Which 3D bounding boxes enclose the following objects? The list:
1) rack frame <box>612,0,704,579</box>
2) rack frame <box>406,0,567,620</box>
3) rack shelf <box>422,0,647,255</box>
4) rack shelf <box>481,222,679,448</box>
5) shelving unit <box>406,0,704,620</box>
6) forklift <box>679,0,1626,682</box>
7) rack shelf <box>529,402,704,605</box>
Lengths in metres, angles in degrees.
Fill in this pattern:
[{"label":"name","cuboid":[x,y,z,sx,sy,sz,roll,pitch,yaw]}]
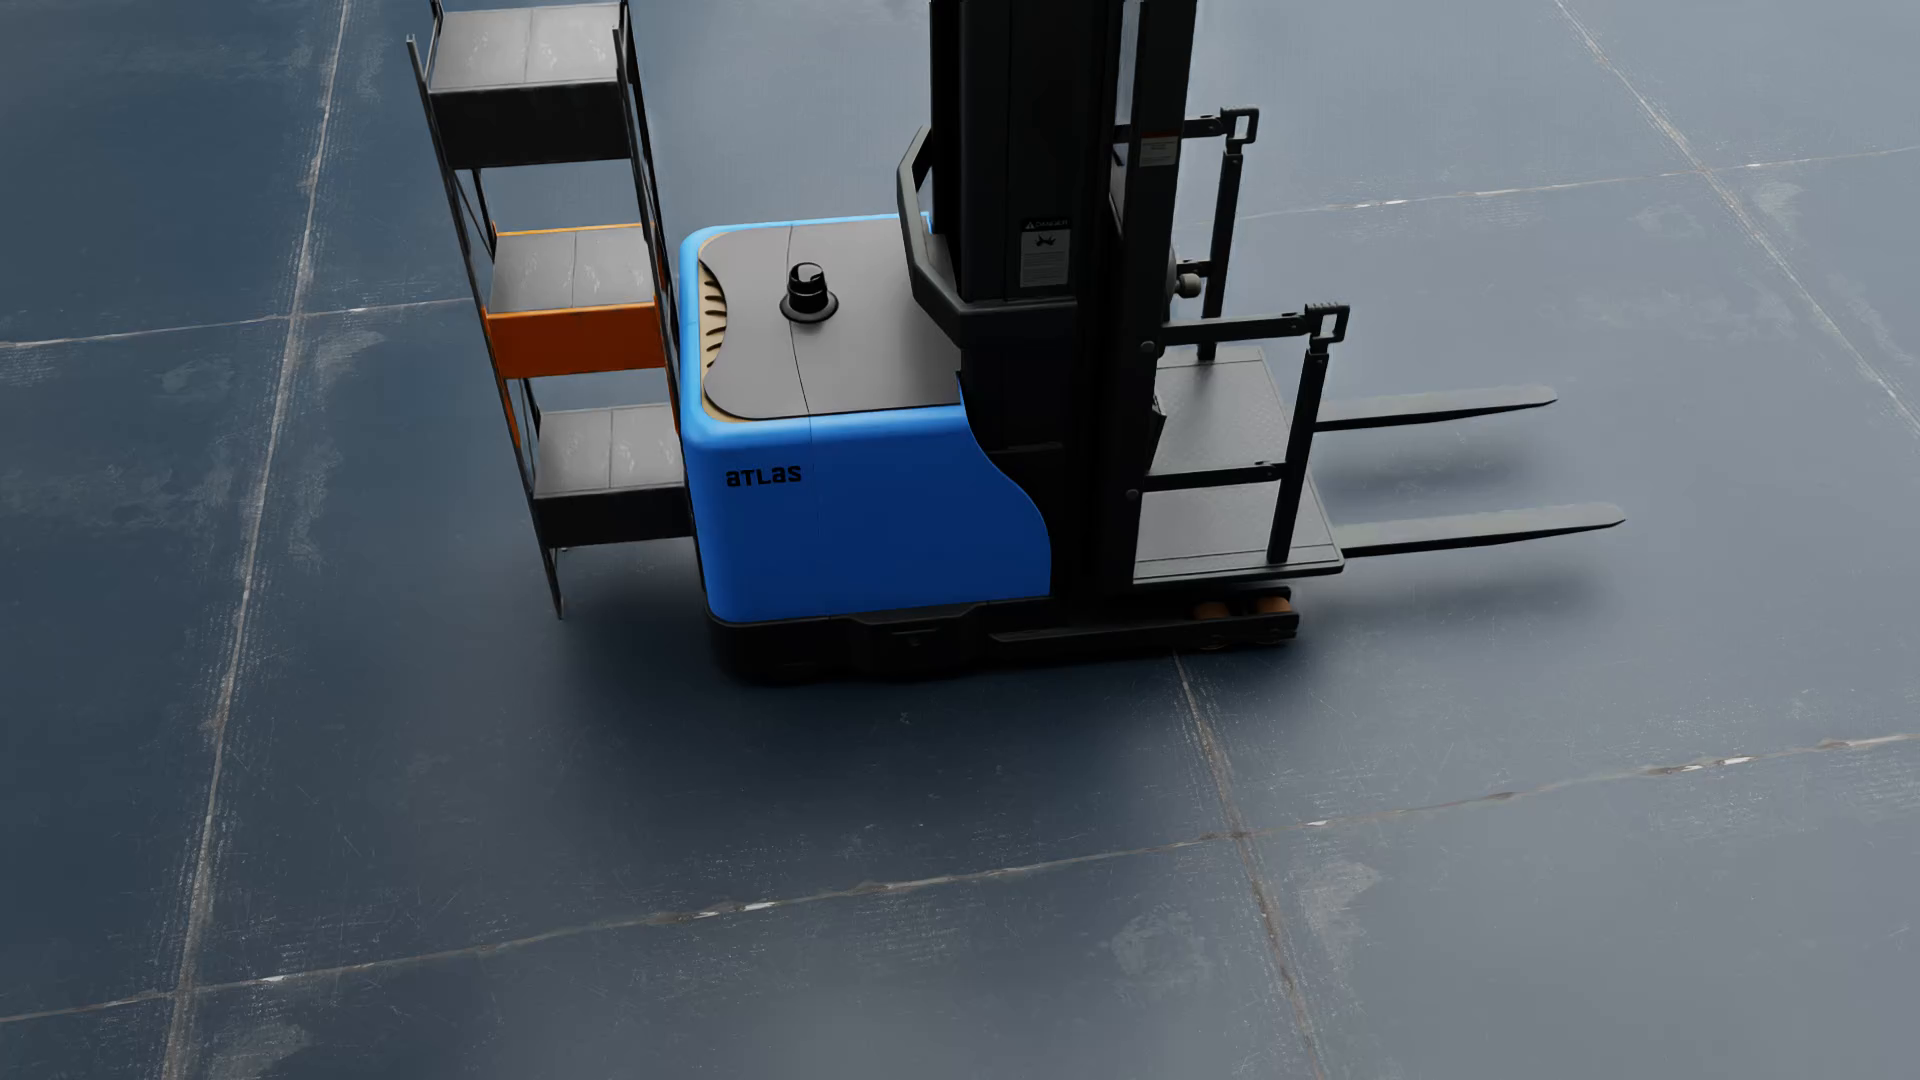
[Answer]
[{"label":"rack frame","cuboid":[-0.860,-0.651,4.919,0.015,2.100,0.400,-5,46,-5]},{"label":"rack frame","cuboid":[-1.344,-0.608,4.878,0.015,2.100,0.400,-5,46,-5]},{"label":"rack shelf","cuboid":[-1.102,-1.106,4.404,0.480,0.518,0.431,-5,46,-5]},{"label":"rack shelf","cuboid":[-1.102,-0.620,4.909,0.480,0.518,0.431,-5,46,-5]},{"label":"shelving unit","cuboid":[-1.102,-0.630,4.899,0.503,2.100,0.431,-5,46,-5]},{"label":"forklift","cuboid":[0.665,-1.035,4.712,3.031,2.935,1.130,-5,46,-5]},{"label":"rack shelf","cuboid":[-1.102,-0.135,5.413,0.480,0.518,0.431,-5,46,-5]}]
